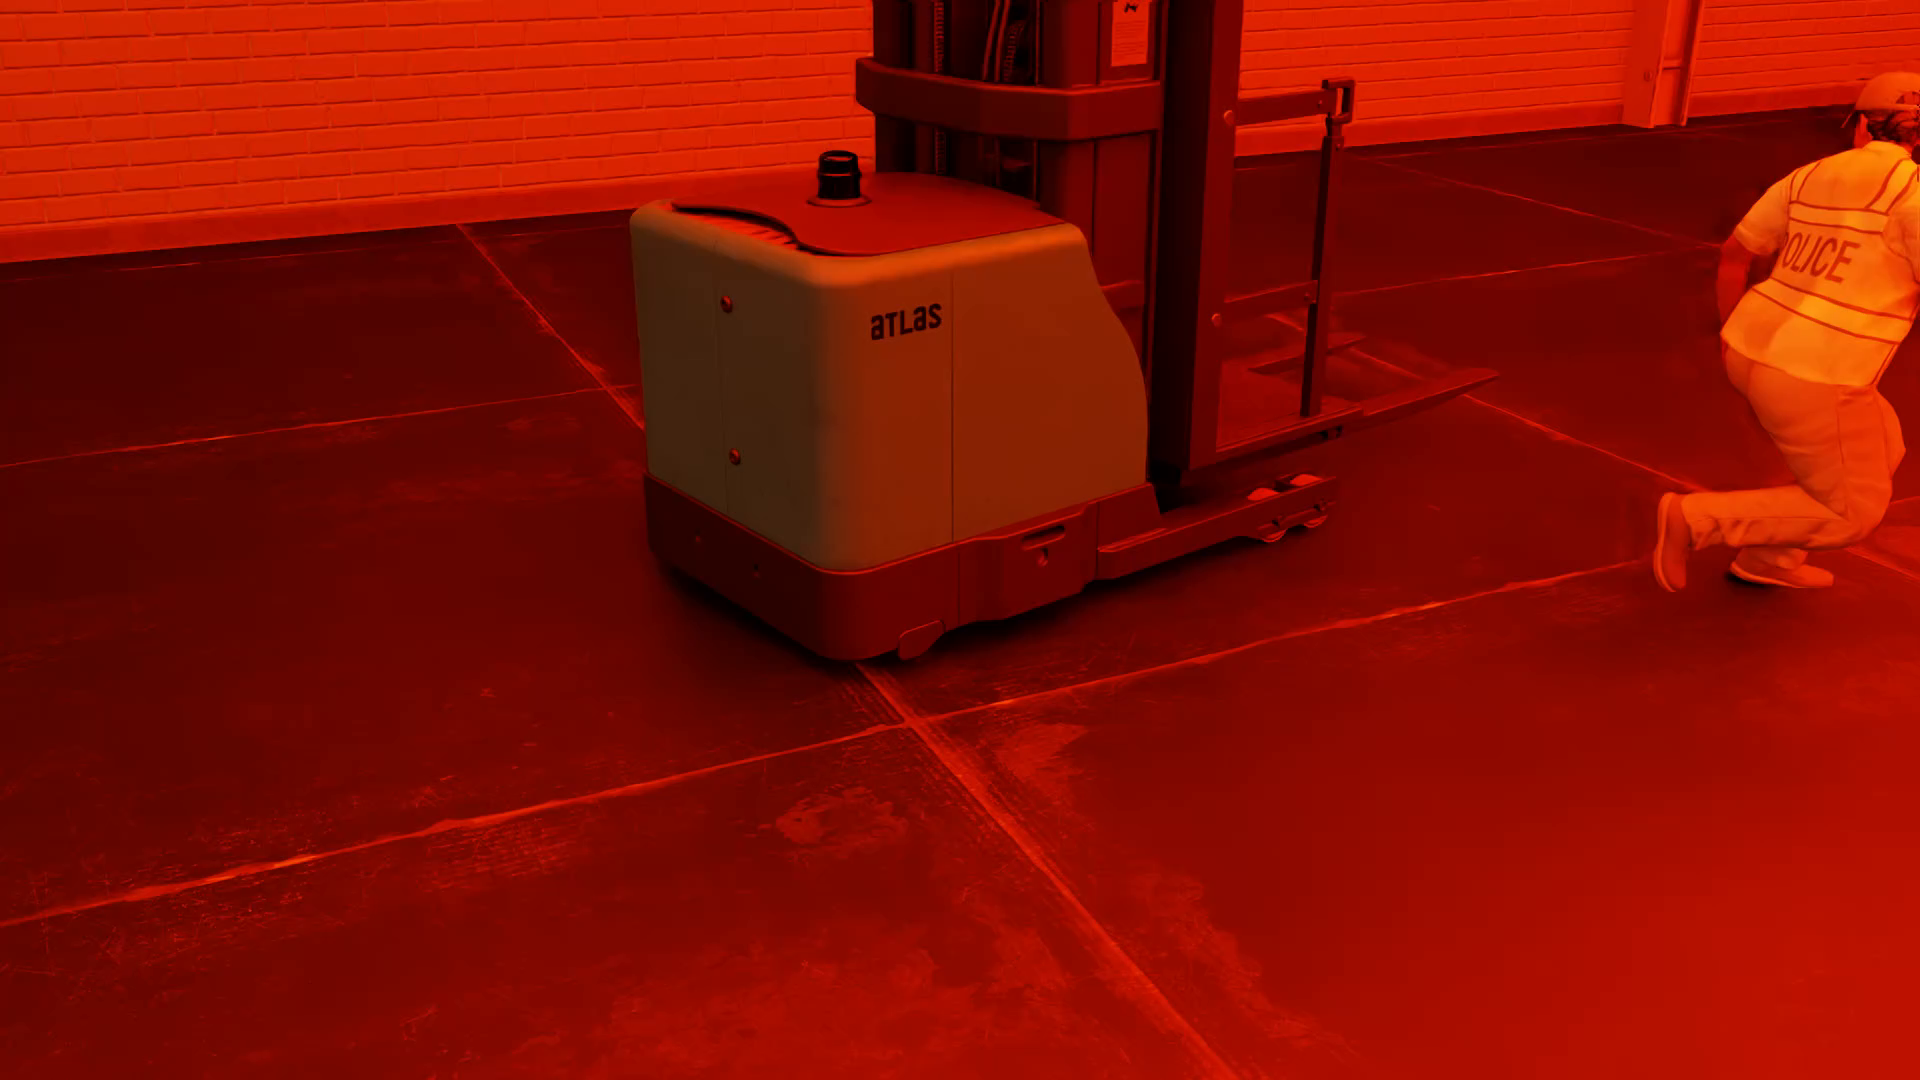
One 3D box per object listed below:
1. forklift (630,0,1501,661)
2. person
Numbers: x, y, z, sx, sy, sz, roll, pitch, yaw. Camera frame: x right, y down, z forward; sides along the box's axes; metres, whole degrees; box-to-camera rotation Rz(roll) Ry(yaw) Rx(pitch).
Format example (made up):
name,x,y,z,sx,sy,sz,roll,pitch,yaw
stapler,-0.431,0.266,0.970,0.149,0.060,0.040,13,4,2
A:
name,x,y,z,sx,sy,sz,roll,pitch,yaw
forklift,0.556,-1.486,4.864,3.031,2.935,1.130,-17,28,-35
person,2.282,-0.523,4.530,0.683,1.452,0.633,0,23,0
